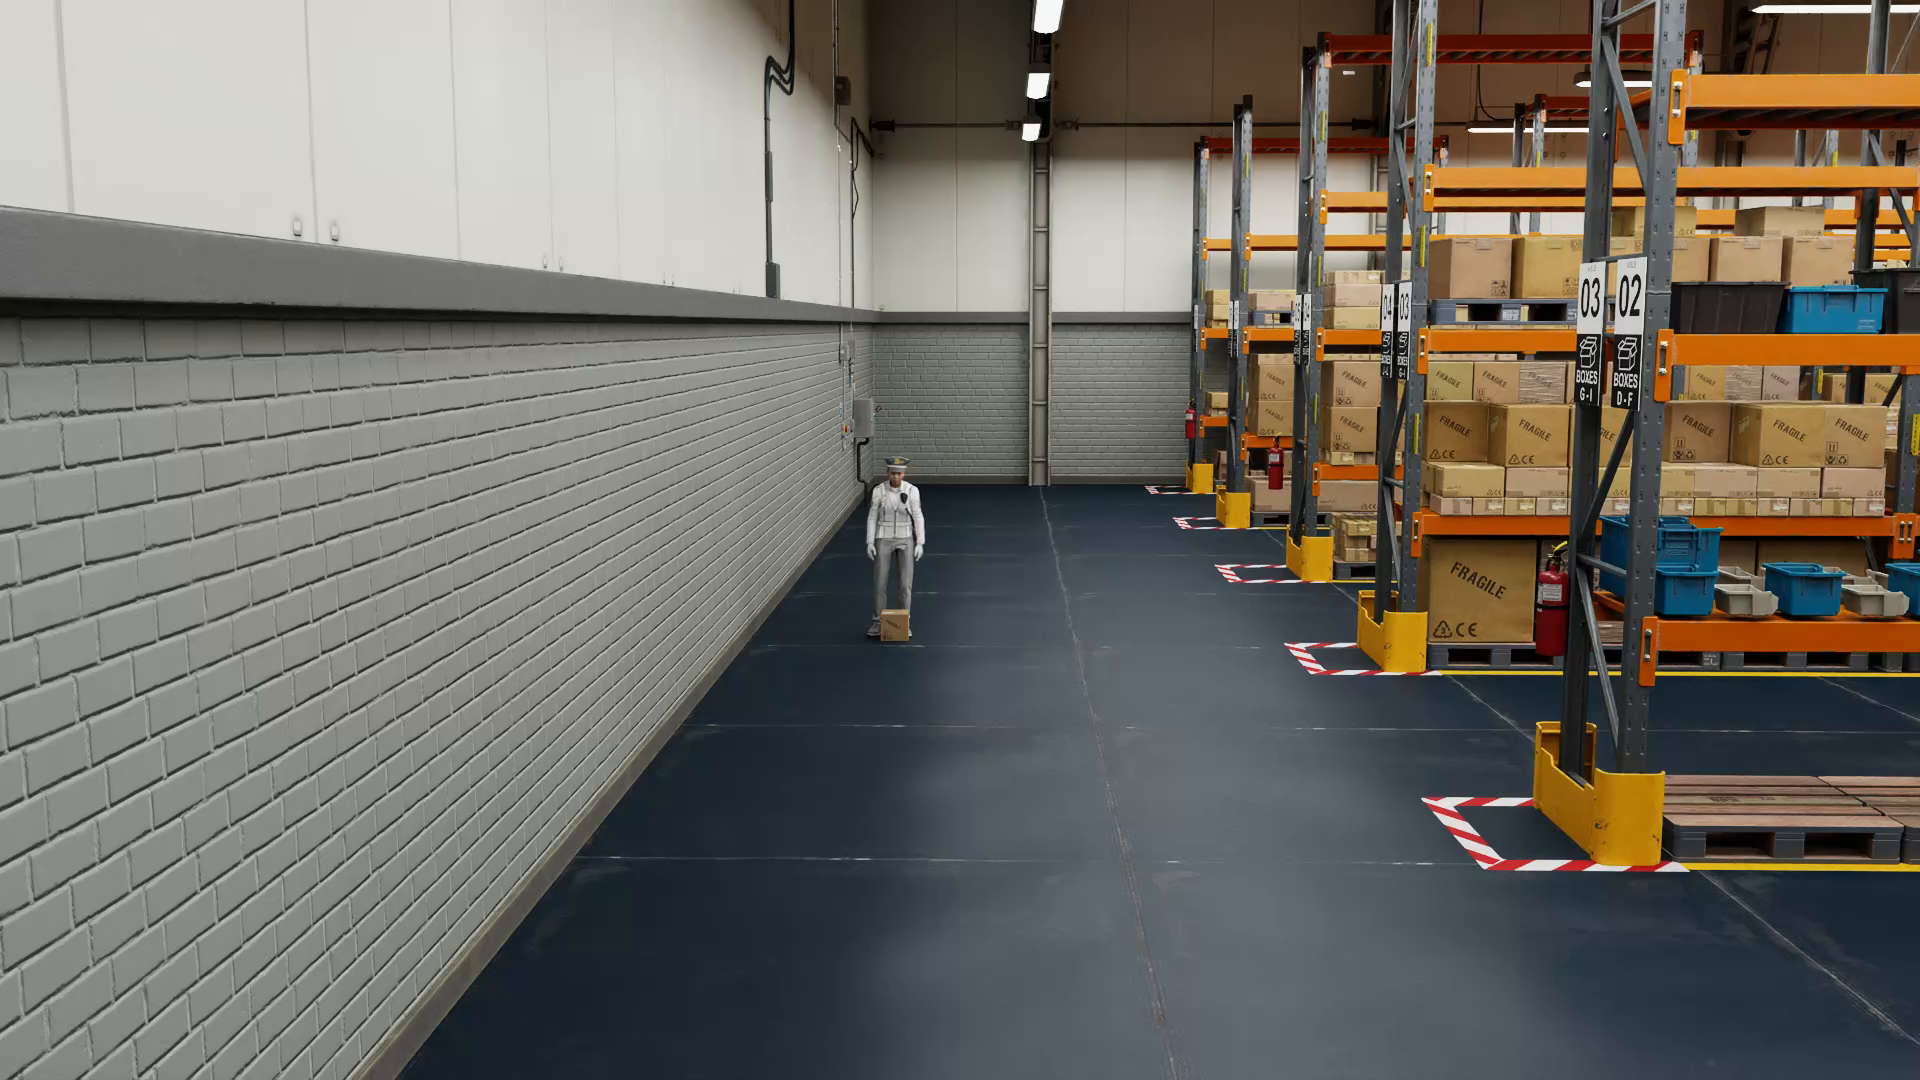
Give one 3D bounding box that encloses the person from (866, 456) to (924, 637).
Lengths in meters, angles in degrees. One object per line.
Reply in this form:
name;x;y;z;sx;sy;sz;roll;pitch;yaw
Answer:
person;-0.597;0.053;15.356;0.536;1.663;0.405;0;7;0
